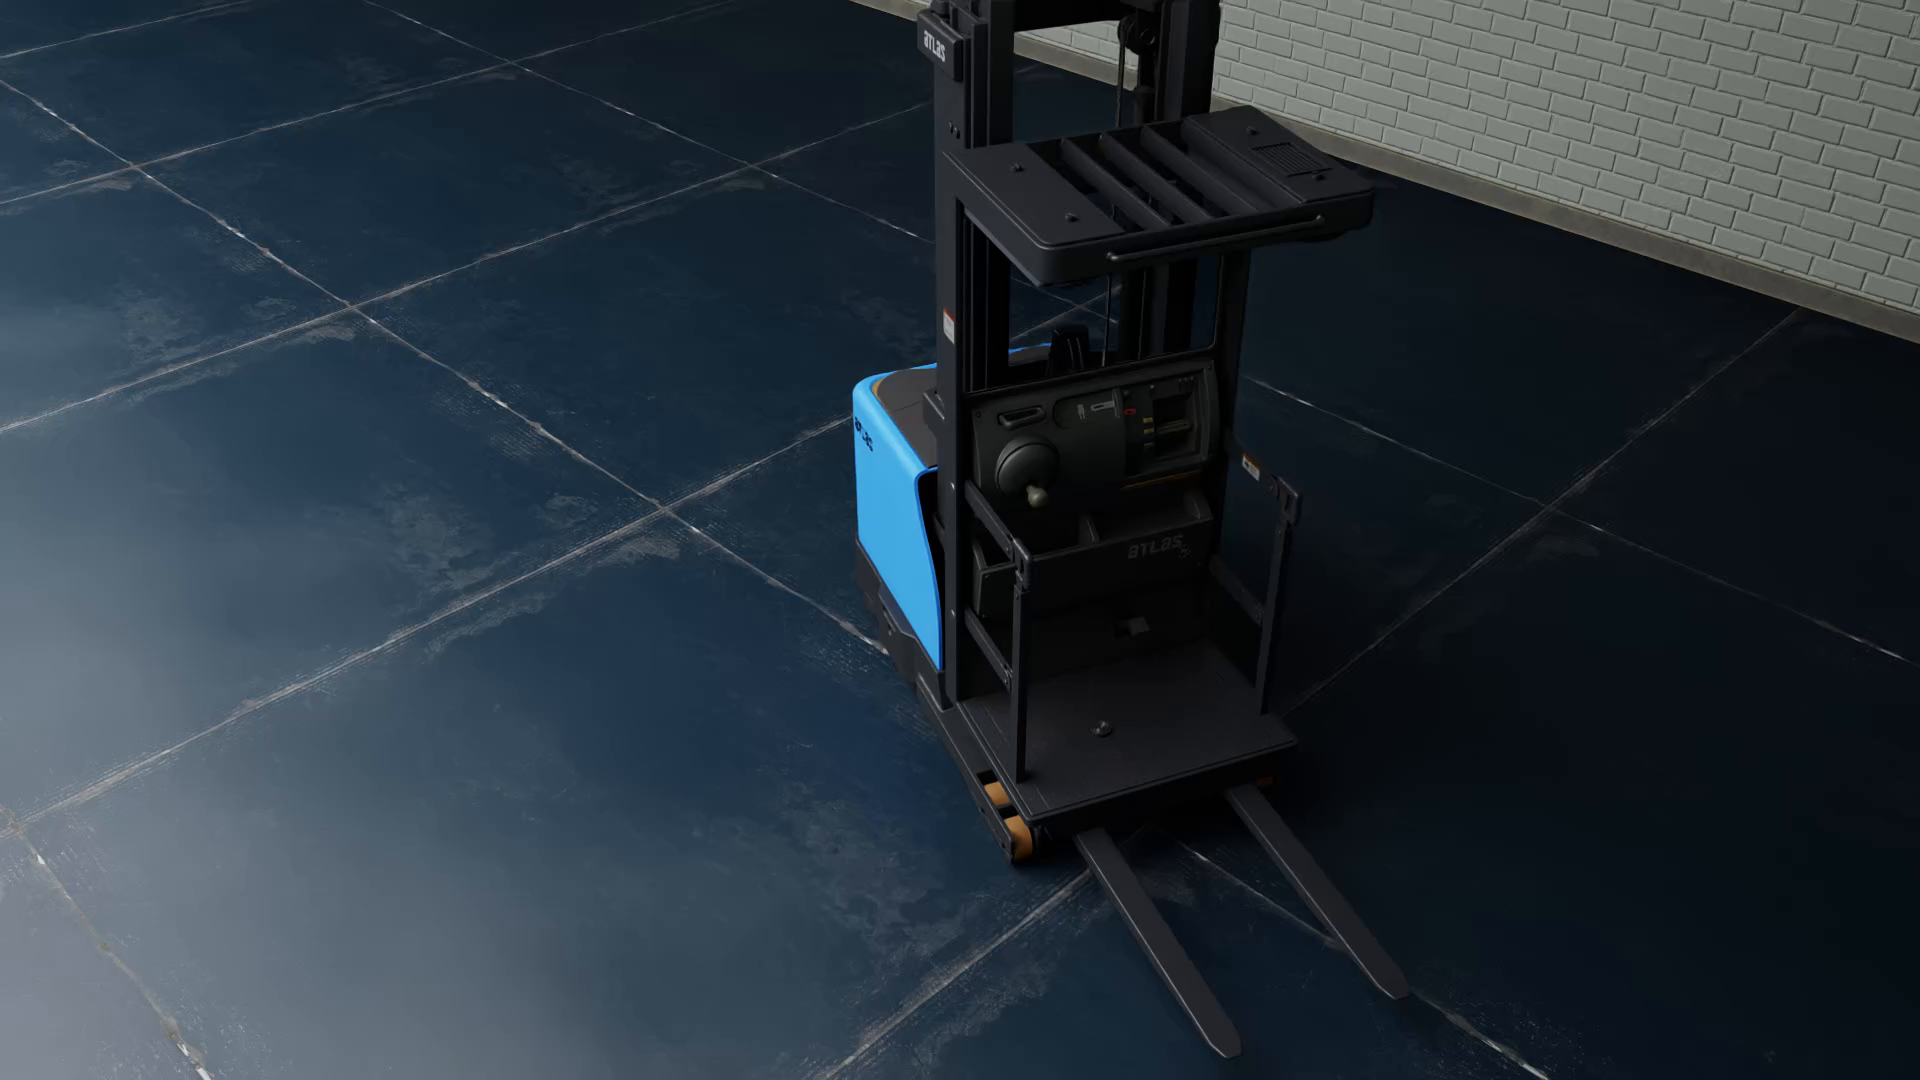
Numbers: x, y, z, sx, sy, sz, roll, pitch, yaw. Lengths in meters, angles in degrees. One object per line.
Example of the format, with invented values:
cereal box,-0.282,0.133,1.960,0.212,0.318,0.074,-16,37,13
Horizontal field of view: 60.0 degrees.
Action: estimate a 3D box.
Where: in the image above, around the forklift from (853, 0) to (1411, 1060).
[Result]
forklift,0.562,-0.306,5.627,1.130,2.935,3.031,-13,37,-18
